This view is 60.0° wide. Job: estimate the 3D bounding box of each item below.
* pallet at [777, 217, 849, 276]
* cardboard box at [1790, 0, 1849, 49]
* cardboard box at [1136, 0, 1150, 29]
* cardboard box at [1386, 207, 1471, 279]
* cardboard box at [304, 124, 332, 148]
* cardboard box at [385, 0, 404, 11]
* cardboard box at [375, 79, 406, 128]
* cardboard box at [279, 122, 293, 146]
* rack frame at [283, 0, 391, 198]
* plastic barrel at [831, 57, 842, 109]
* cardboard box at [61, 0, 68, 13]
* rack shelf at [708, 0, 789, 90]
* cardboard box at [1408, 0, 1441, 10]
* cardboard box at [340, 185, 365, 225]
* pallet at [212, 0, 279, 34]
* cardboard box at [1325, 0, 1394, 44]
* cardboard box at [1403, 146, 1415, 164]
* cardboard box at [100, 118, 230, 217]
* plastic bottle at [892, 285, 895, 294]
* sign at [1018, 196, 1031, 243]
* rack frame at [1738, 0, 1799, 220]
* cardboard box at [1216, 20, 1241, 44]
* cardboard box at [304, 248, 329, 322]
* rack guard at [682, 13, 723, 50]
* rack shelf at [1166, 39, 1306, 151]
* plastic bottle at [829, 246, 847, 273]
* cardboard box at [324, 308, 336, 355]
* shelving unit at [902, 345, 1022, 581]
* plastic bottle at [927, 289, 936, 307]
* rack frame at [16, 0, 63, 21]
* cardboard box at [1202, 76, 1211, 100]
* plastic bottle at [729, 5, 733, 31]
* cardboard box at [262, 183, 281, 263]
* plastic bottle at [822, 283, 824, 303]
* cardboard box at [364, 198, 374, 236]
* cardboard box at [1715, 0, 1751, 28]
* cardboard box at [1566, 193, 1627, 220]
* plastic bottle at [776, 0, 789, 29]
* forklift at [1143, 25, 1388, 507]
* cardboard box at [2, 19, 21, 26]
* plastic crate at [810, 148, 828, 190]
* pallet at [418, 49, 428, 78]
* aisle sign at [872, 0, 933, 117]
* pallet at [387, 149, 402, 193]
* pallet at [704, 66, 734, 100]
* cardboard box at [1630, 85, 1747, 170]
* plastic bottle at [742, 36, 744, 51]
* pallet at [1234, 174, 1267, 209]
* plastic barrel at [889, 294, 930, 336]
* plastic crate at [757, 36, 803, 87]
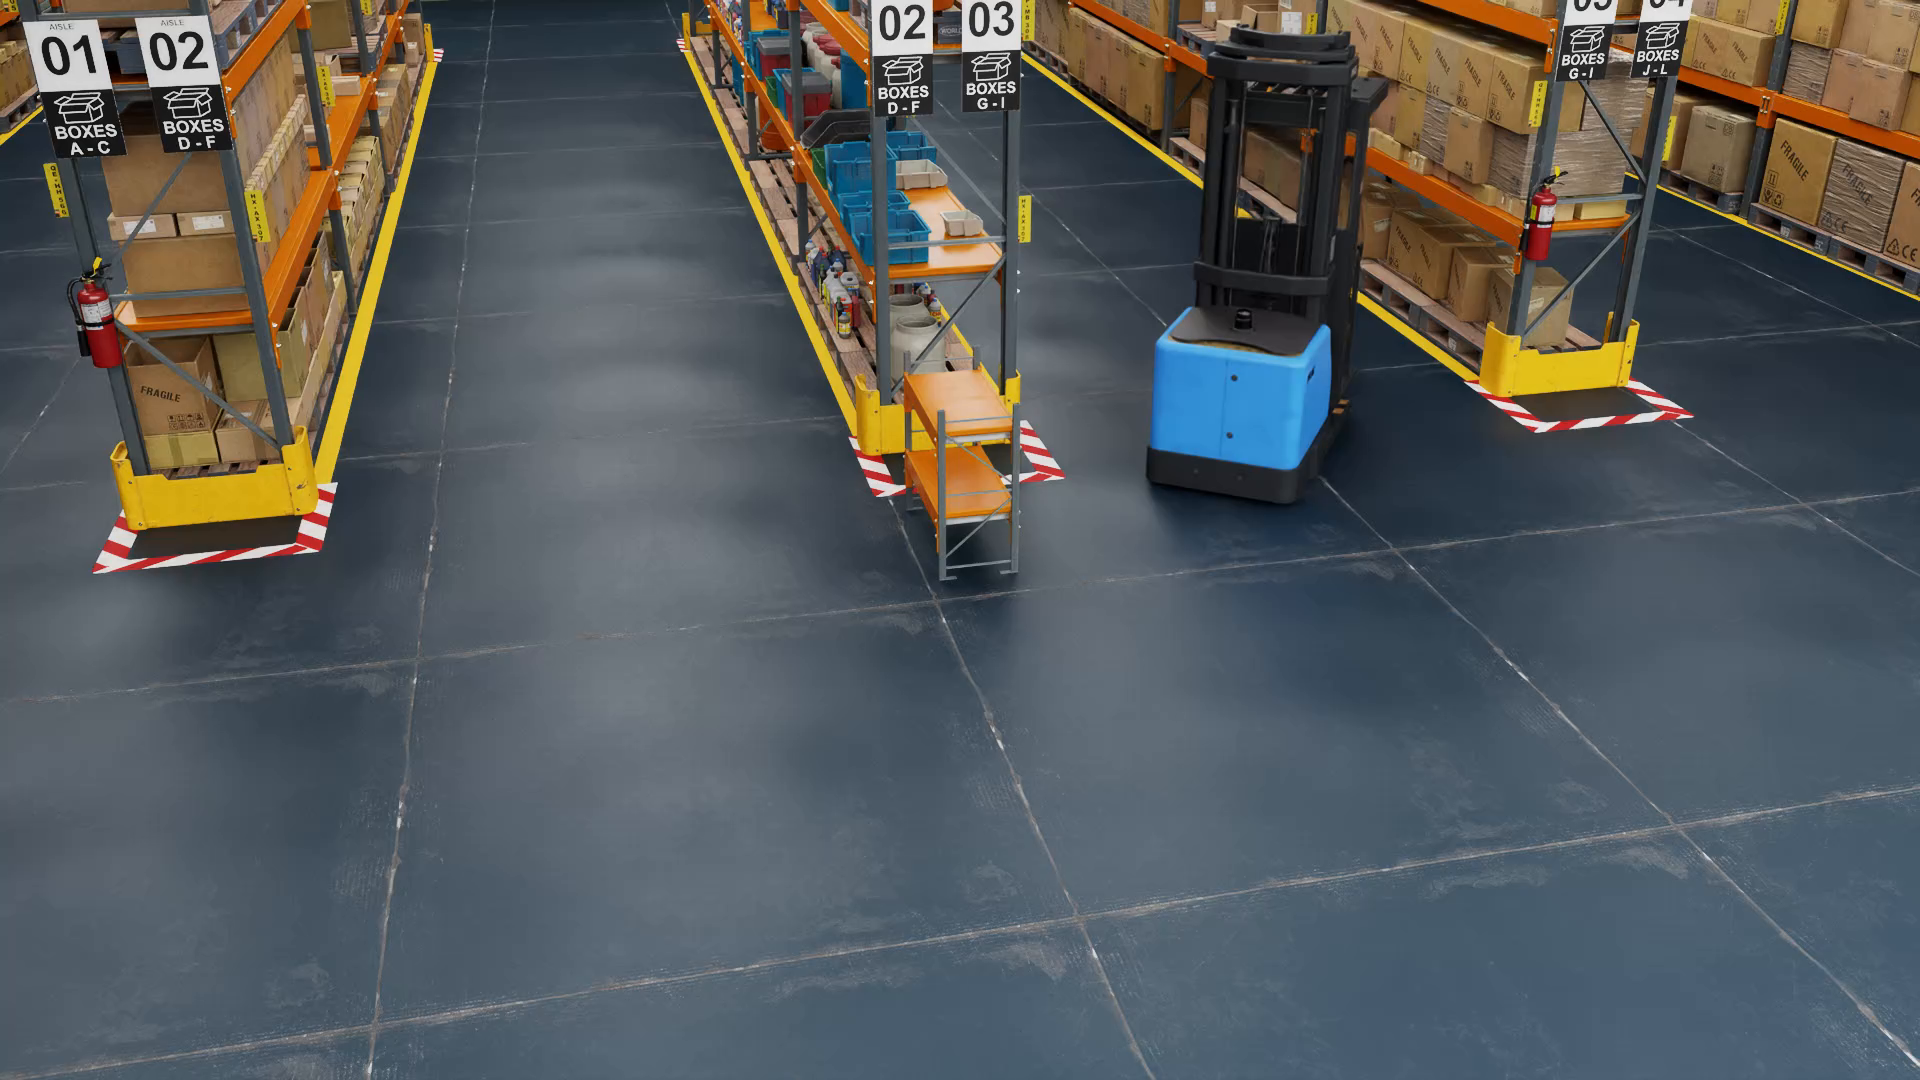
[{"bbox_3d":[-1.213,-2.896,16.252,1.003,0.211,1.213,-6,27,-12],"label":"pallet"},{"bbox_3d":[8.732,-5.145,16.250,0.875,0.550,0.550,-6,27,-12],"label":"cardboard box"},{"bbox_3d":[2.467,-6.514,20.216,0.500,0.500,0.500,-6,27,-12],"label":"cardboard box"},{"bbox_3d":[4.232,-2.679,15.037,0.500,0.500,0.500,-8,28,-16],"label":"cardboard box"},{"bbox_3d":[-5.825,-3.596,14.824,0.380,0.149,0.250,-6,27,-12],"label":"cardboard box"},{"bbox_3d":[-7.477,-7.106,21.389,0.500,0.500,0.500,-5,27,-10],"label":"cardboard box"},{"bbox_3d":[-7.022,-5.265,20.138,0.500,0.500,0.500,-6,27,-11],"label":"cardboard box"},{"bbox_3d":[-5.327,-3.088,12.708,0.380,0.149,0.250,-6,27,-12],"label":"cardboard box"},{"bbox_3d":[-6.726,-5.054,17.435,1.000,3.000,0.127,-6,27,-12],"label":"rack frame"},{"bbox_3d":[-1.000,-4.303,15.795,0.433,0.535,0.433,0,27,0],"label":"plastic barrel"},{"bbox_3d":[-5.440,-3.543,10.657,0.500,0.250,0.500,-6,27,-12],"label":"cardboard box"},{"bbox_3d":[-2.350,-6.112,20.330,1.077,0.370,4.000,-6,27,-12],"label":"rack shelf"},{"bbox_3d":[4.311,-4.537,14.860,0.500,0.500,0.500,-6,27,-12],"label":"cardboard box"},{"bbox_3d":[-5.901,-3.163,15.650,0.500,0.311,0.500,-7,28,-13],"label":"cardboard box"},{"bbox_3d":[-5.336,-3.691,11.504,1.003,0.211,1.213,-6,27,-12],"label":"pallet"},{"bbox_3d":[3.681,-4.703,15.188,0.500,0.500,0.500,-6,27,-12],"label":"cardboard box"},{"bbox_3d":[4.034,-3.303,14.244,0.380,0.149,0.250,-6,27,-12],"label":"cardboard box"},{"bbox_3d":[-5.028,-2.395,10.616,0.700,0.500,0.500,-6,27,-11],"label":"cardboard box"},{"bbox_3d":[-0.550,-2.282,14.469,0.061,0.283,0.133,-6,27,-12],"label":"plastic bottle"},{"bbox_3d":[0.440,-2.221,11.514,0.100,0.325,0.005,-6,27,-12],"label":"sign"},{"bbox_3d":[8.683,-4.762,16.855,1.000,3.000,0.127,-6,27,-12],"label":"rack frame"},{"bbox_3d":[3.080,-5.420,17.860,0.500,0.250,0.500,-7,28,-13],"label":"cardboard box"},{"bbox_3d":[-5.290,-1.972,13.081,0.500,0.500,0.500,-6,27,-12],"label":"cardboard box"},{"bbox_3d":[-3.720,-7.961,25.968,1.175,0.500,0.348,-6,27,-12],"label":"rack guard"},{"bbox_3d":[3.377,-4.859,17.847,1.077,0.370,4.000,-6,27,-12],"label":"rack shelf"},{"bbox_3d":[-1.080,-2.432,14.690,0.144,0.351,0.185,-6,27,-12],"label":"plastic bottle"},{"bbox_3d":[-5.277,-1.638,13.252,0.500,0.250,0.500,-6,27,-12],"label":"cardboard box"},{"bbox_3d":[-0.002,-0.505,10.502,0.538,1.125,1.048,-6,27,-12],"label":"shelving unit"},{"bbox_3d":[-0.235,-1.956,13.823,0.061,0.283,0.133,-5,27,-11],"label":"plastic bottle"},{"bbox_3d":[-13.355,-8.062,23.393,1.000,3.000,0.127,-6,27,-12],"label":"rack frame"},{"bbox_3d":[3.106,-5.183,19.143,0.500,0.250,0.500,-5,27,-9],"label":"cardboard box"},{"bbox_3d":[-2.736,-6.279,19.991,0.061,0.283,0.133,-6,27,-12],"label":"plastic bottle"},{"bbox_3d":[-5.245,-2.242,11.751,0.700,0.500,0.500,-6,27,-11],"label":"cardboard box"},{"bbox_3d":[-1.137,-2.141,14.280,0.097,0.201,0.097,0,27,0],"label":"plastic bottle"},{"bbox_3d":[-6.021,-3.135,16.219,0.500,0.250,0.500,-5,27,-11],"label":"cardboard box"},{"bbox_3d":[8.447,-5.696,17.485,0.700,0.500,0.500,-6,27,-12],"label":"cardboard box"},{"bbox_3d":[4.897,-2.584,12.819,0.380,0.149,0.250,-6,27,-12],"label":"cardboard box"},{"bbox_3d":[-2.145,-6.361,20.079,0.144,0.351,0.185,-6,27,-12],"label":"plastic bottle"},{"bbox_3d":[2.292,-2.168,11.792,1.130,2.935,3.031,11,29,20],"label":"forklift"},{"bbox_3d":[-13.322,-7.160,23.195,0.380,0.149,0.250,-6,27,-11],"label":"cardboard box"},{"bbox_3d":[-0.967,-3.080,13.759,0.450,0.188,0.662,-6,27,-12],"label":"plastic crate"},{"bbox_3d":[-8.331,-6.938,24.262,1.003,0.211,1.213,-6,27,-12],"label":"pallet"},{"bbox_3d":[-0.370,-3.142,10.762,0.394,0.787,0.004,-6,27,-12],"label":"aisle sign"},{"bbox_3d":[-6.858,-4.141,18.720,1.003,0.211,1.213,-6,27,-12],"label":"pallet"},{"bbox_3d":[-3.004,-6.386,23.167,1.003,0.211,1.213,-6,27,-12],"label":"pallet"},{"bbox_3d":[8.241,-4.632,18.629,1.050,0.750,0.750,-6,27,-12],"label":"cardboard box"},{"bbox_3d":[-2.415,-5.654,18.843,0.097,0.201,0.097,0,27,0],"label":"plastic bottle"},{"bbox_3d":[3.372,-3.936,18.314,1.003,0.211,1.213,-6,27,-12],"label":"pallet"},{"bbox_3d":[-0.432,-1.622,12.929,0.421,0.512,0.421,0,27,0],"label":"plastic barrel"},{"bbox_3d":[-1.833,-4.844,16.946,0.402,0.464,0.583,-6,27,-12],"label":"plastic crate"}]
